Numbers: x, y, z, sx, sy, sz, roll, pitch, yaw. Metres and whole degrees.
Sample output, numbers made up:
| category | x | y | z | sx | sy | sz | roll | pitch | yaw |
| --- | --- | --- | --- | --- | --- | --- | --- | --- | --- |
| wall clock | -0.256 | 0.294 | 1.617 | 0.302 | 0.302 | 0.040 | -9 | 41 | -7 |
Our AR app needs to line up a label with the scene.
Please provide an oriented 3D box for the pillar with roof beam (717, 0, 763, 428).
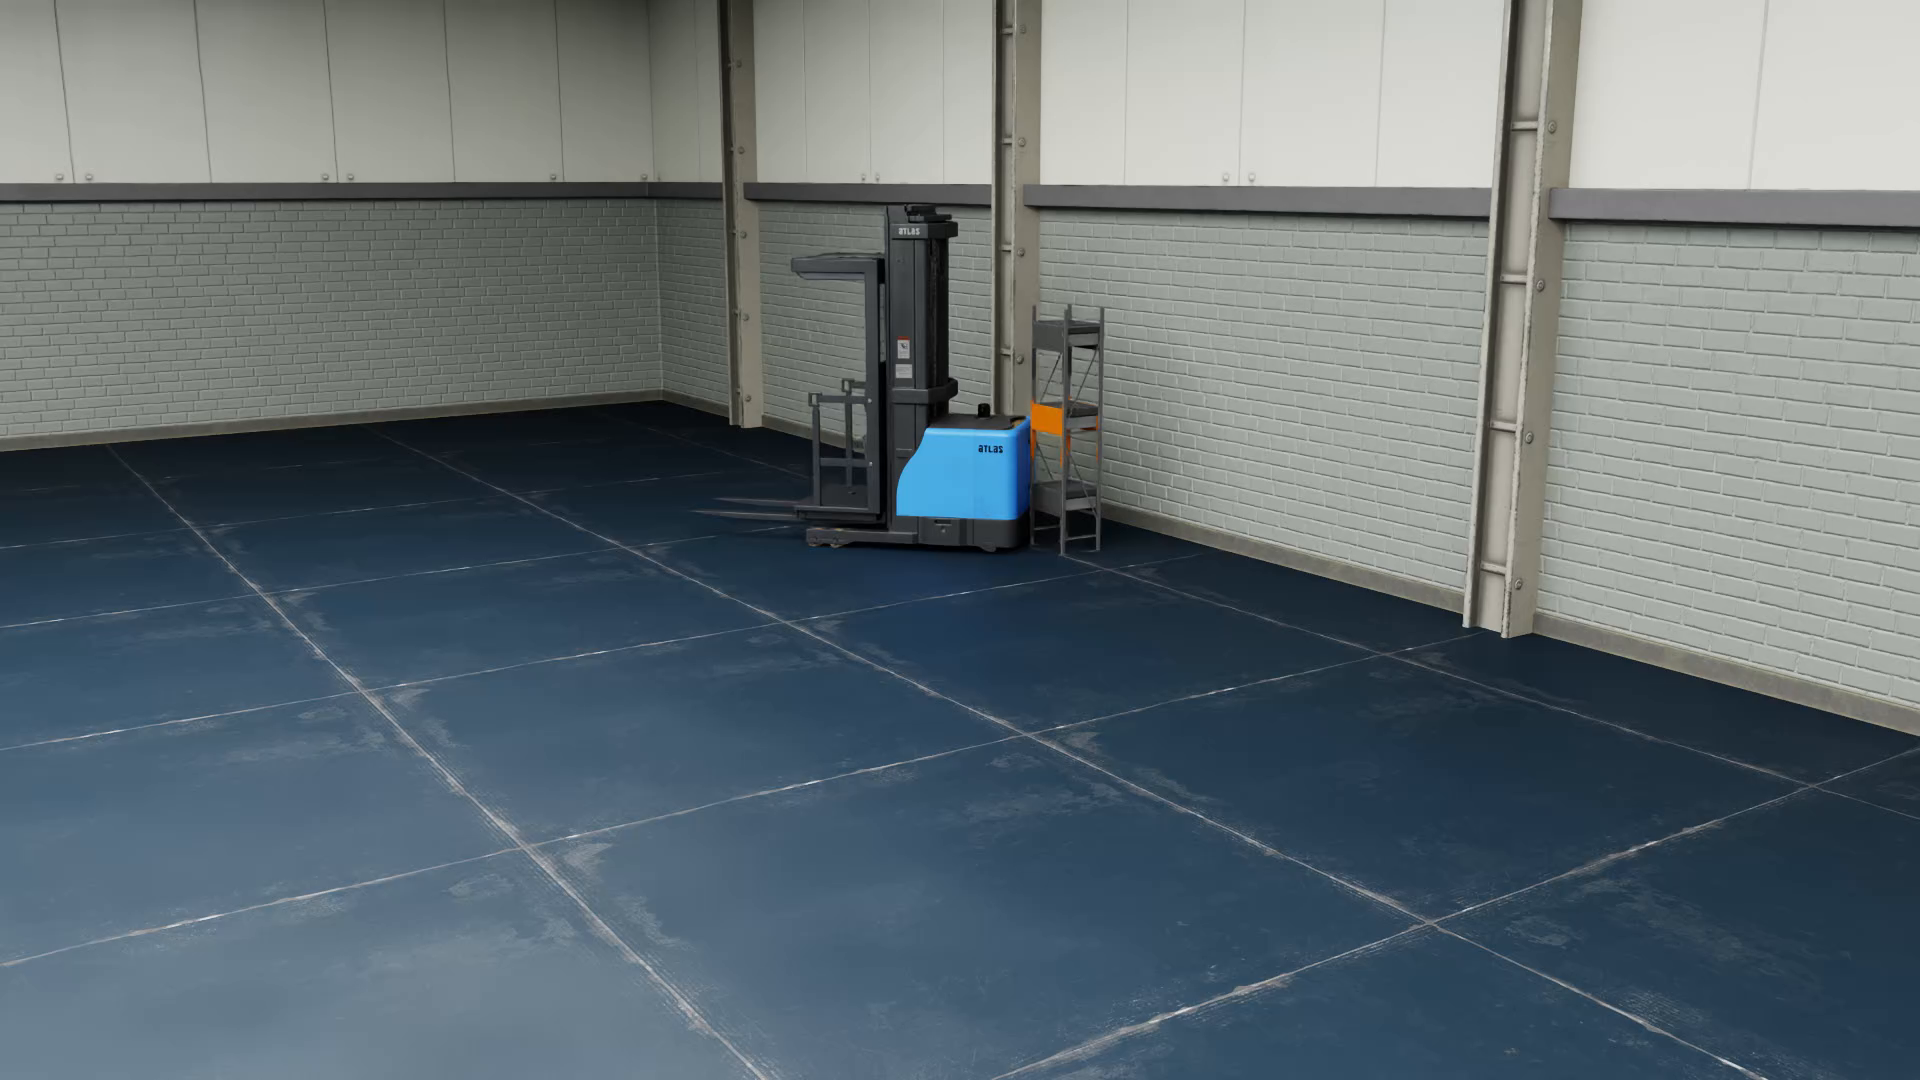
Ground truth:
| category | x | y | z | sx | sy | sz | roll | pitch | yaw |
| --- | --- | --- | --- | --- | --- | --- | --- | --- | --- |
| pillar with roof beam | -6.367 | -5.382 | 18.409 | 9.100 | 9.000 | 0.400 | -8 | 15 | -33 |

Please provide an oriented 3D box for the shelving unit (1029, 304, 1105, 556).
| category | x | y | z | sx | sy | sz | roll | pitch | yaw |
| --- | --- | --- | --- | --- | --- | --- | --- | --- | --- |
| shelving unit | 0.914 | -0.953 | 14.303 | 0.431 | 2.100 | 0.503 | -7 | 14 | -30 |

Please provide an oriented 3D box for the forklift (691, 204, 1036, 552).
| category | x | y | z | sx | sy | sz | roll | pitch | yaw |
| --- | --- | --- | --- | --- | --- | --- | --- | --- | --- |
| forklift | -0.879 | -1.471 | 14.727 | 3.031 | 2.935 | 1.130 | 3 | 13 | 12 |

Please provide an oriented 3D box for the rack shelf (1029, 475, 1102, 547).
| category | x | y | z | sx | sy | sz | roll | pitch | yaw |
| --- | --- | --- | --- | --- | --- | --- | --- | --- | --- |
| rack shelf | 0.914 | -0.256 | 14.456 | 0.431 | 0.518 | 0.480 | -7 | 14 | -30 |

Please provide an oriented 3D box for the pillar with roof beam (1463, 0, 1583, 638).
| category | x | y | z | sx | sy | sz | roll | pitch | yaw |
| --- | --- | --- | --- | --- | --- | --- | --- | --- | --- |
| pillar with roof beam | 0.282 | -3.248 | 8.650 | 9.100 | 9.000 | 0.400 | -8 | 15 | -33 |

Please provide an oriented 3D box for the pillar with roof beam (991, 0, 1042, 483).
| category | x | y | z | sx | sy | sz | roll | pitch | yaw |
| --- | --- | --- | --- | --- | --- | --- | --- | --- | --- |
| pillar with roof beam | -3.042 | -4.315 | 13.529 | 9.100 | 9.000 | 0.400 | -8 | 15 | -33 |

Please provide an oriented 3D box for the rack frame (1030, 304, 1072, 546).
| category | x | y | z | sx | sy | sz | roll | pitch | yaw |
| --- | --- | --- | --- | --- | --- | --- | --- | --- | --- |
| rack frame | 0.790 | -0.998 | 14.508 | 0.400 | 2.100 | 0.015 | -7 | 14 | -30 |

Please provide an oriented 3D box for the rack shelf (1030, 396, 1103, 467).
| category | x | y | z | sx | sy | sz | roll | pitch | yaw |
| --- | --- | --- | --- | --- | --- | --- | --- | --- | --- |
| rack shelf | 0.914 | -0.939 | 14.306 | 0.431 | 0.518 | 0.480 | -7 | 14 | -30 |

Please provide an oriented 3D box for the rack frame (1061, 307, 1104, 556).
| category | x | y | z | sx | sy | sz | roll | pitch | yaw |
| --- | --- | --- | --- | --- | --- | --- | --- | --- | --- |
| rack frame | 1.038 | -0.908 | 14.098 | 0.400 | 2.100 | 0.015 | -7 | 14 | -30 |

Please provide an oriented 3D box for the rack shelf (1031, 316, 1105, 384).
| category | x | y | z | sx | sy | sz | roll | pitch | yaw |
| --- | --- | --- | --- | --- | --- | --- | --- | --- | --- |
| rack shelf | 0.914 | -1.623 | 14.157 | 0.431 | 0.518 | 0.480 | -7 | 14 | -30 |
